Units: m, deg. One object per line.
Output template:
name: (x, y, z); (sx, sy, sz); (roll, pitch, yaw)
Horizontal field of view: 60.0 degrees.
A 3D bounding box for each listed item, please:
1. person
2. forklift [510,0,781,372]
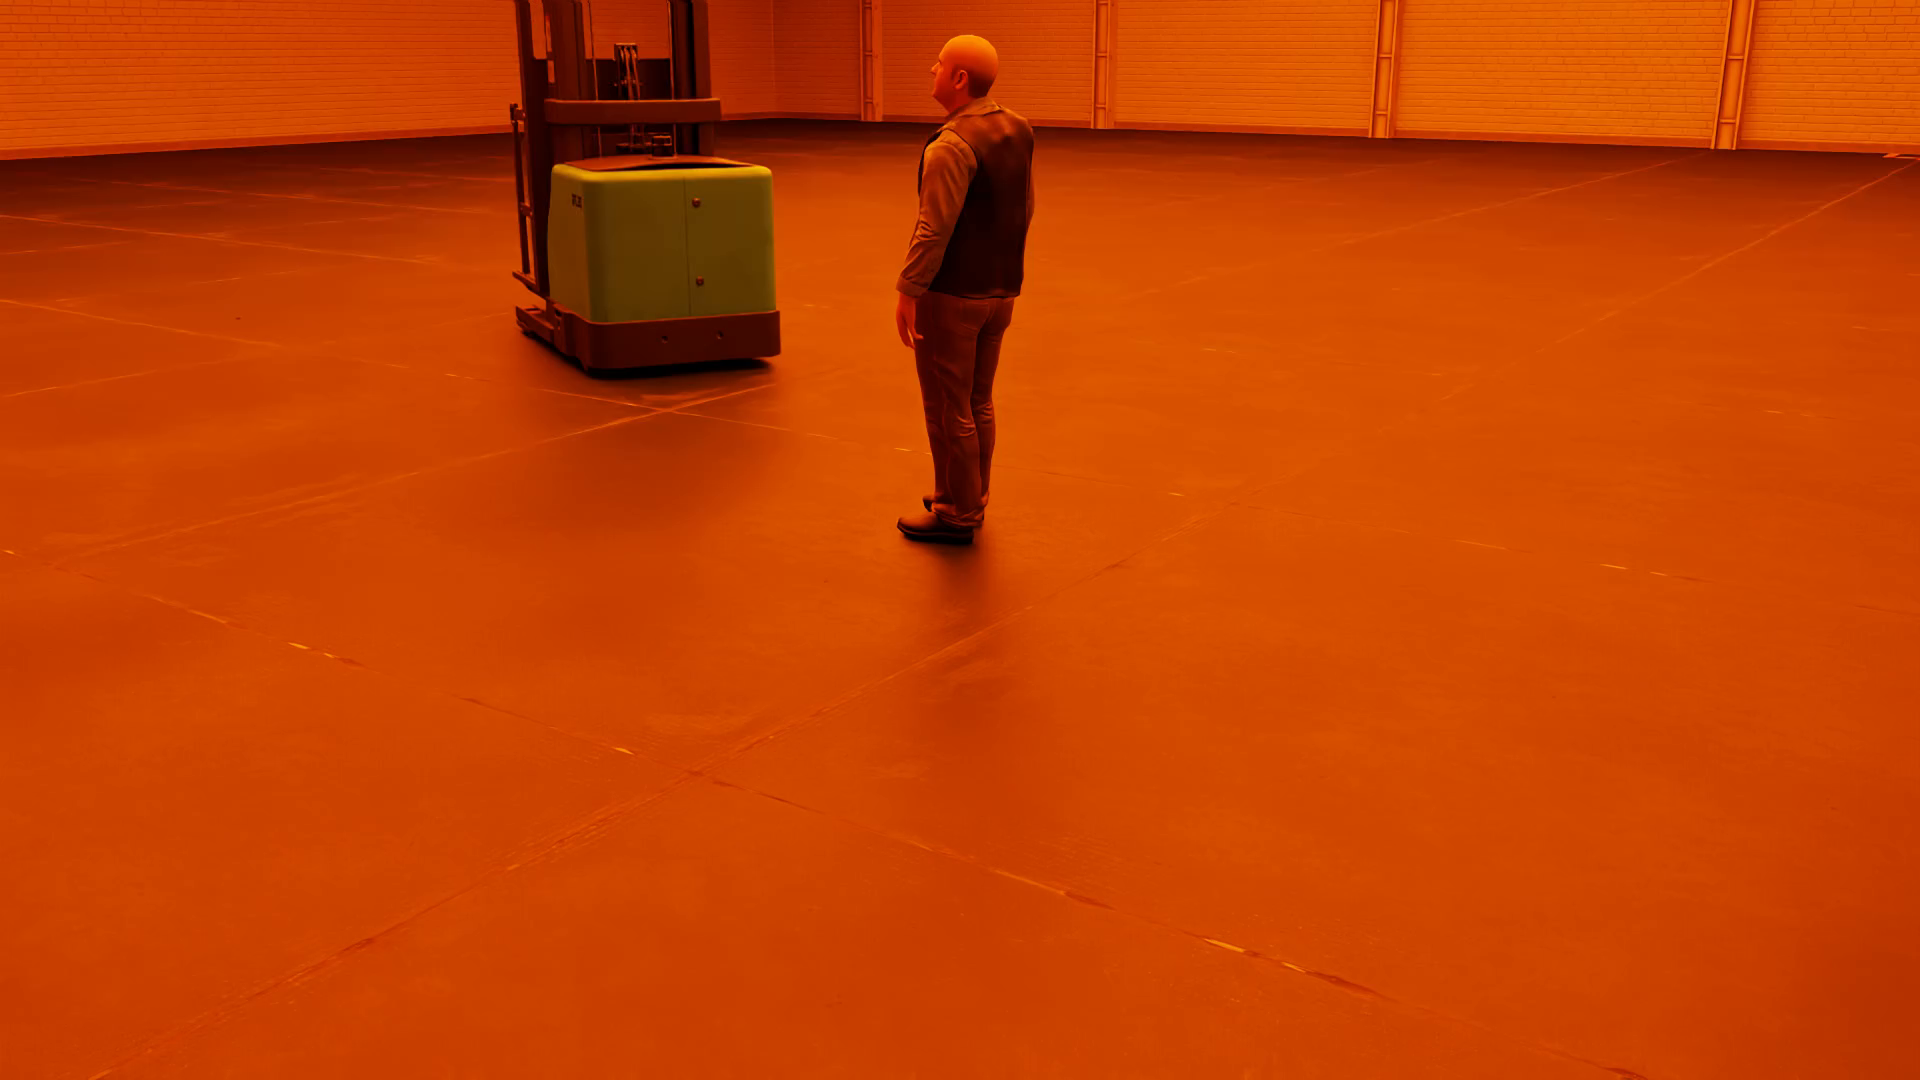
person: (-0.046, -0.844, 5.740); (0.568, 1.720, 0.632); (11, 20, 33)
forklift: (-2.075, -2.672, 9.769); (1.130, 2.935, 3.031); (-8, 18, -24)
